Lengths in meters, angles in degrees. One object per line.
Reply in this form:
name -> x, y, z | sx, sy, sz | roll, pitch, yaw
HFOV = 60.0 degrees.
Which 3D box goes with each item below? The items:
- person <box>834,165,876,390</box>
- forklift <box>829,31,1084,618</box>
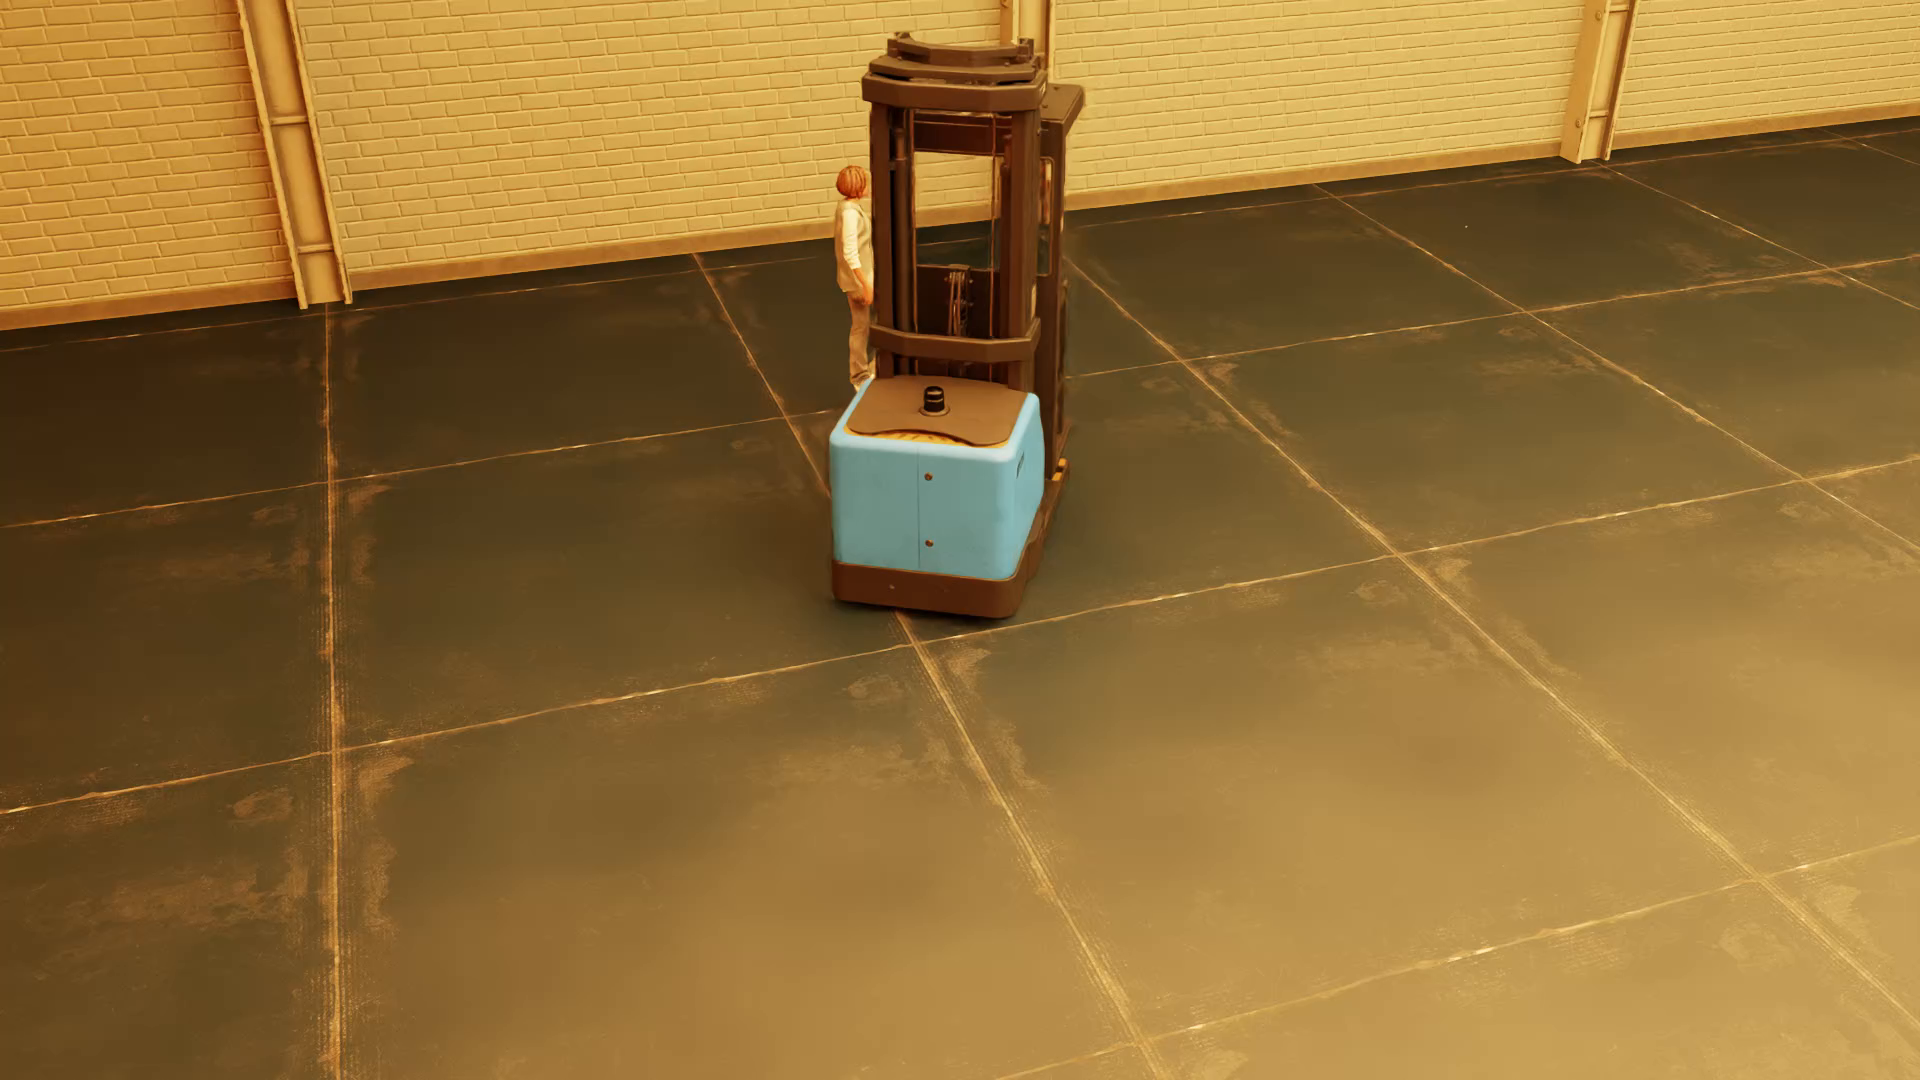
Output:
person -> -0.599, -1.760, 11.300 | 0.483, 1.590, 0.515 | -4, 30, -7
forklift -> 0.092, -1.561, 9.799 | 1.130, 2.935, 3.031 | 6, 30, 10
